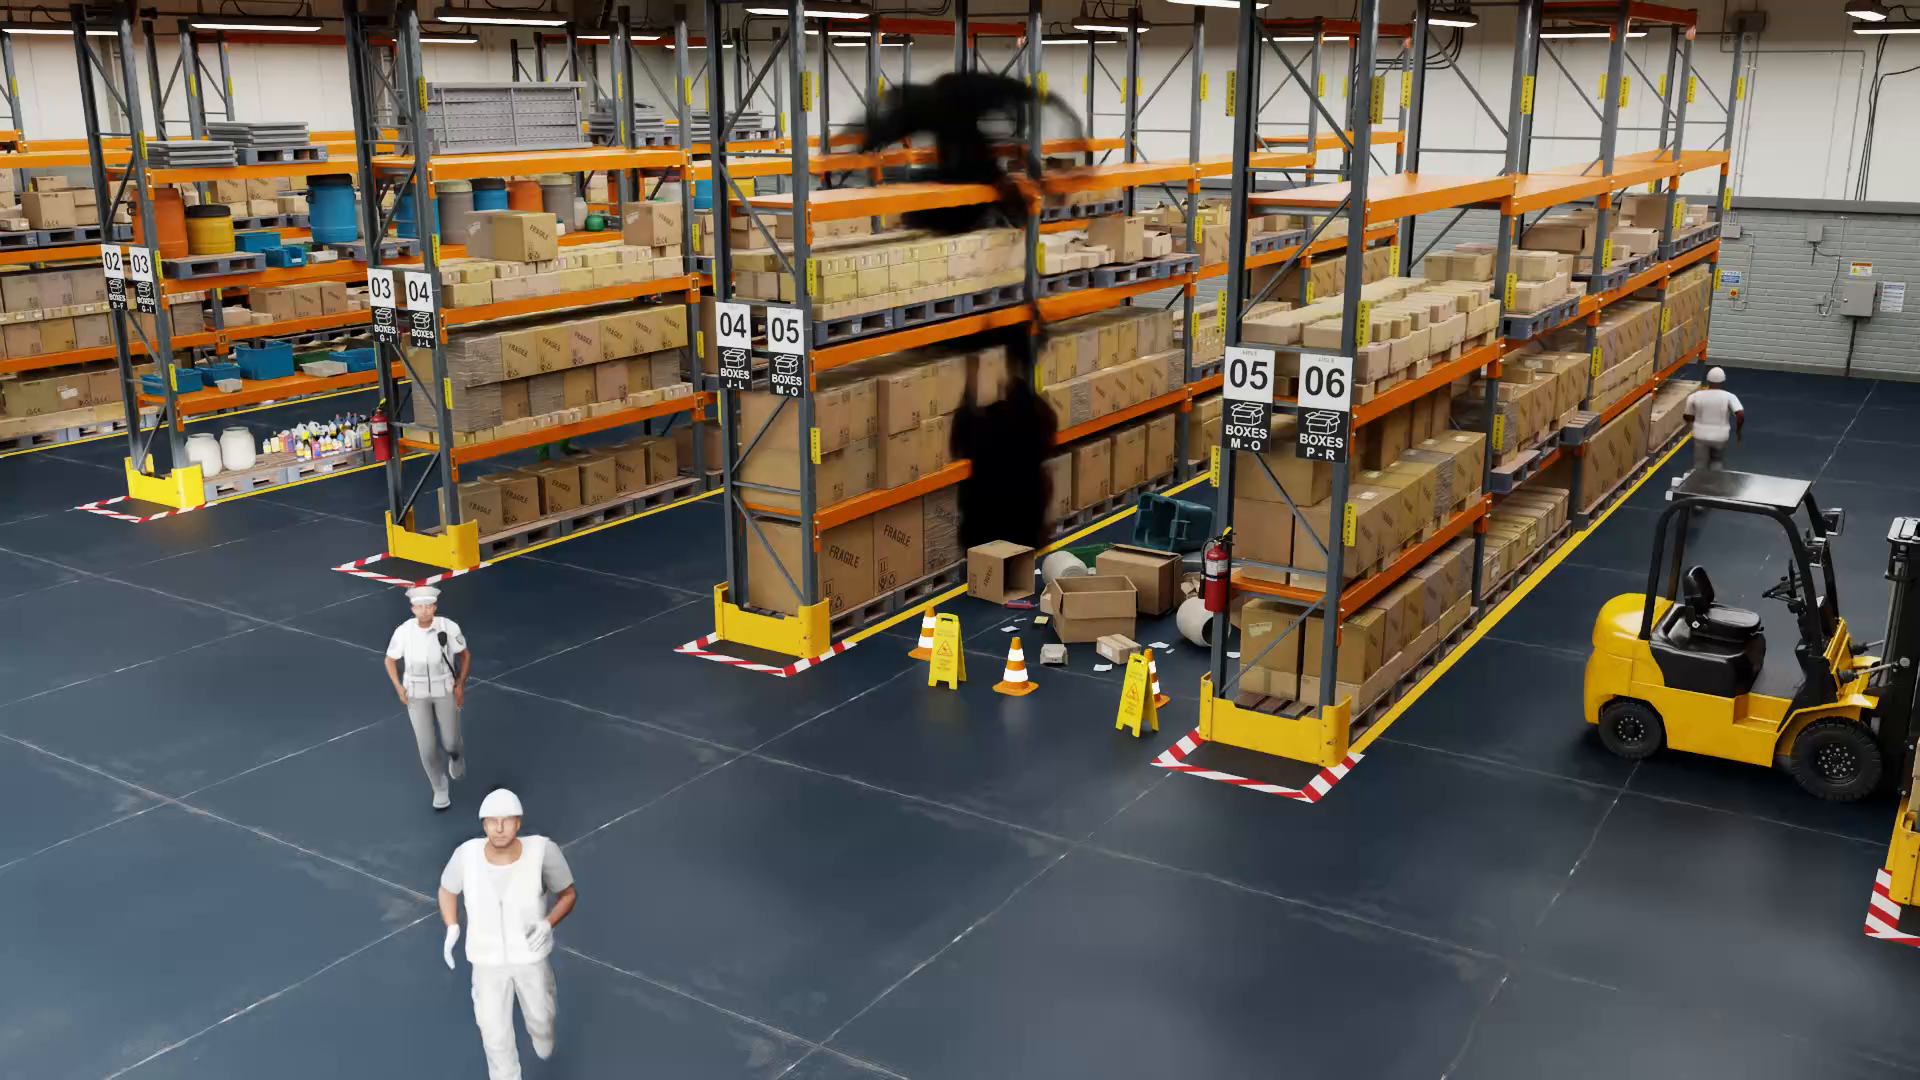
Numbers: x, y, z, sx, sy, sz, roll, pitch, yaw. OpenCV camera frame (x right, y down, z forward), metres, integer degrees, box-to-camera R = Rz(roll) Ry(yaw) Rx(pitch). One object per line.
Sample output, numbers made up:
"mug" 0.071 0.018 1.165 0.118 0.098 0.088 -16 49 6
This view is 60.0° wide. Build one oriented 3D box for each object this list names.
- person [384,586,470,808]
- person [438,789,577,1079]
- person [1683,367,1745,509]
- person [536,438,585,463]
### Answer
"person" -3.873 1.105 12.158 0.598 1.666 0.561 -4 16 -14
"person" -2.288 2.090 8.460 0.696 1.750 0.818 -3 16 -9
"person" 9.201 -1.235 20.389 0.668 1.787 0.720 6 17 20
"person" -5.269 -1.593 21.601 0.667 1.768 0.963 9 18 29
